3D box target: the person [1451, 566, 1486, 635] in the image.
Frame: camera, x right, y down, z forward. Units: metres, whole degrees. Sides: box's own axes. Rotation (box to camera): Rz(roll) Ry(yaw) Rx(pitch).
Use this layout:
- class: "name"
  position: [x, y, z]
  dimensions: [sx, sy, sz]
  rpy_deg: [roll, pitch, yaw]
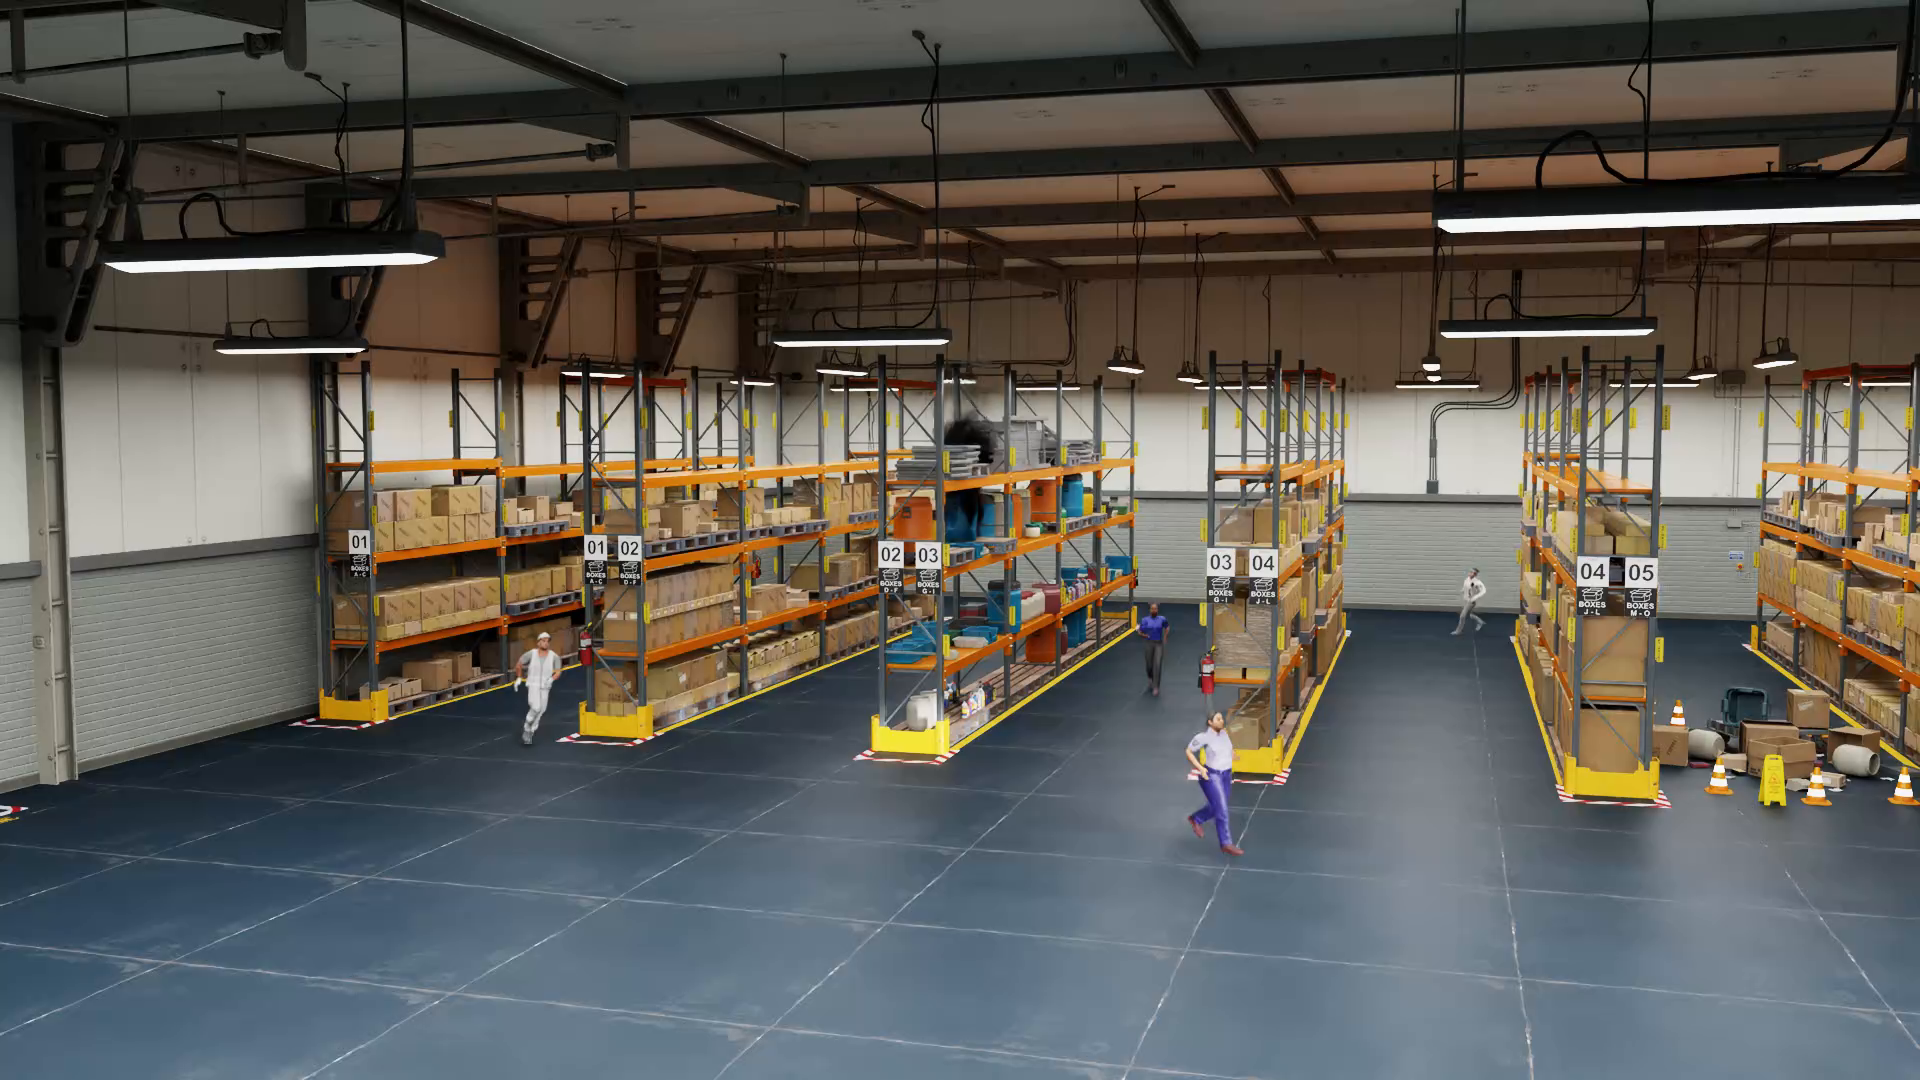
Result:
- class: "person"
  position: [11.977, 1.422, 38.760]
  dimensions: [0.850, 1.645, 0.642]
  rpy_deg: [-1, 4, -15]

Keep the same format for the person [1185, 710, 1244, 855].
- class: "person"
  position: [2.970, 2.795, 19.409]
  dimensions: [0.615, 1.612, 0.918]
  rpy_deg: [-4, 6, -42]

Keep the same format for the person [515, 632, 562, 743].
- class: "person"
  position: [-6.485, 2.293, 25.663]
  dimensions: [0.700, 1.715, 0.635]
  rpy_deg: [-2, 5, -26]

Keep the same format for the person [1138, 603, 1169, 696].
- class: "person"
  position: [3.561, 1.978, 30.563]
  dimensions: [0.579, 1.657, 0.924]
  rpy_deg: [0, 4, 6]
